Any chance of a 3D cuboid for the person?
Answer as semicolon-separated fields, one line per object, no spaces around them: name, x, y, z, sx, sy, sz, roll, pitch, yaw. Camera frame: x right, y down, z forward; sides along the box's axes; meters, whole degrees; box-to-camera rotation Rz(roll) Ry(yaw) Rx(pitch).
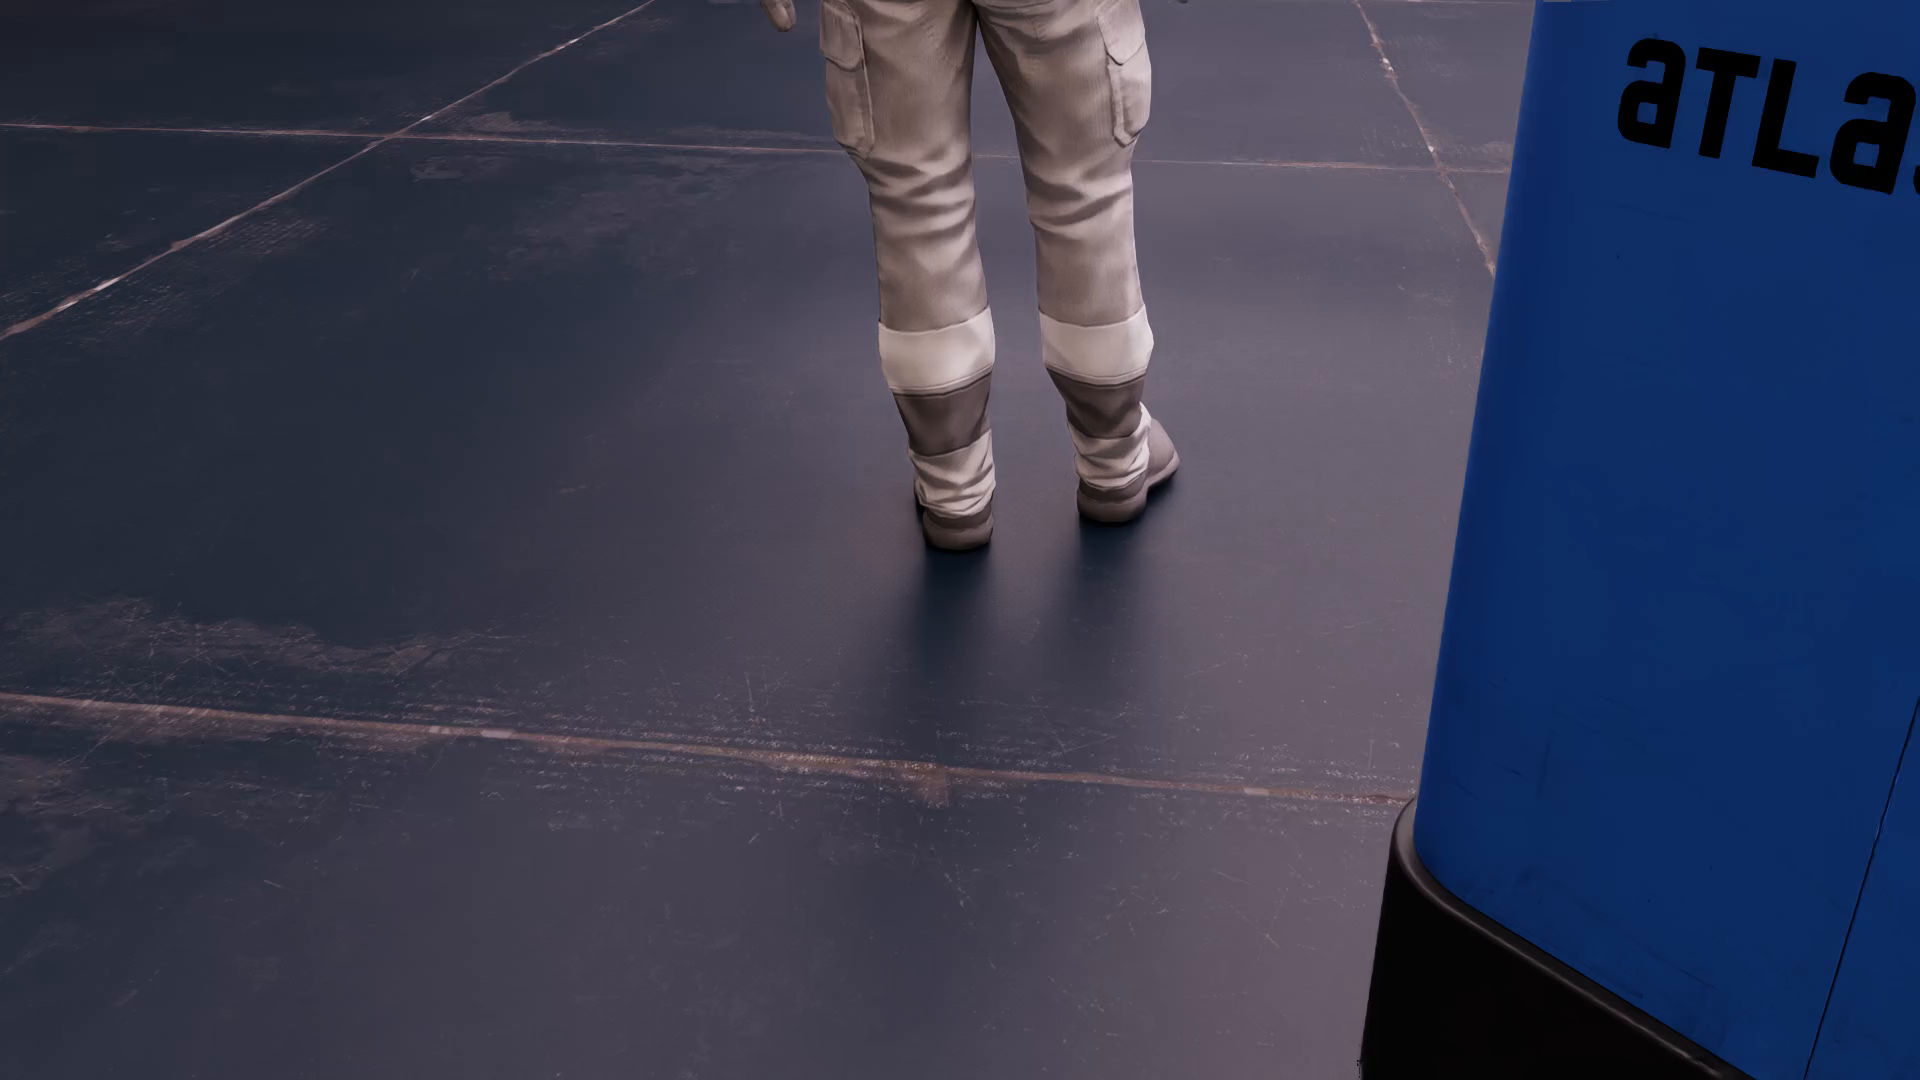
person;0.023;-0.842;2.167;0.636;1.787;0.564;3;27;7
